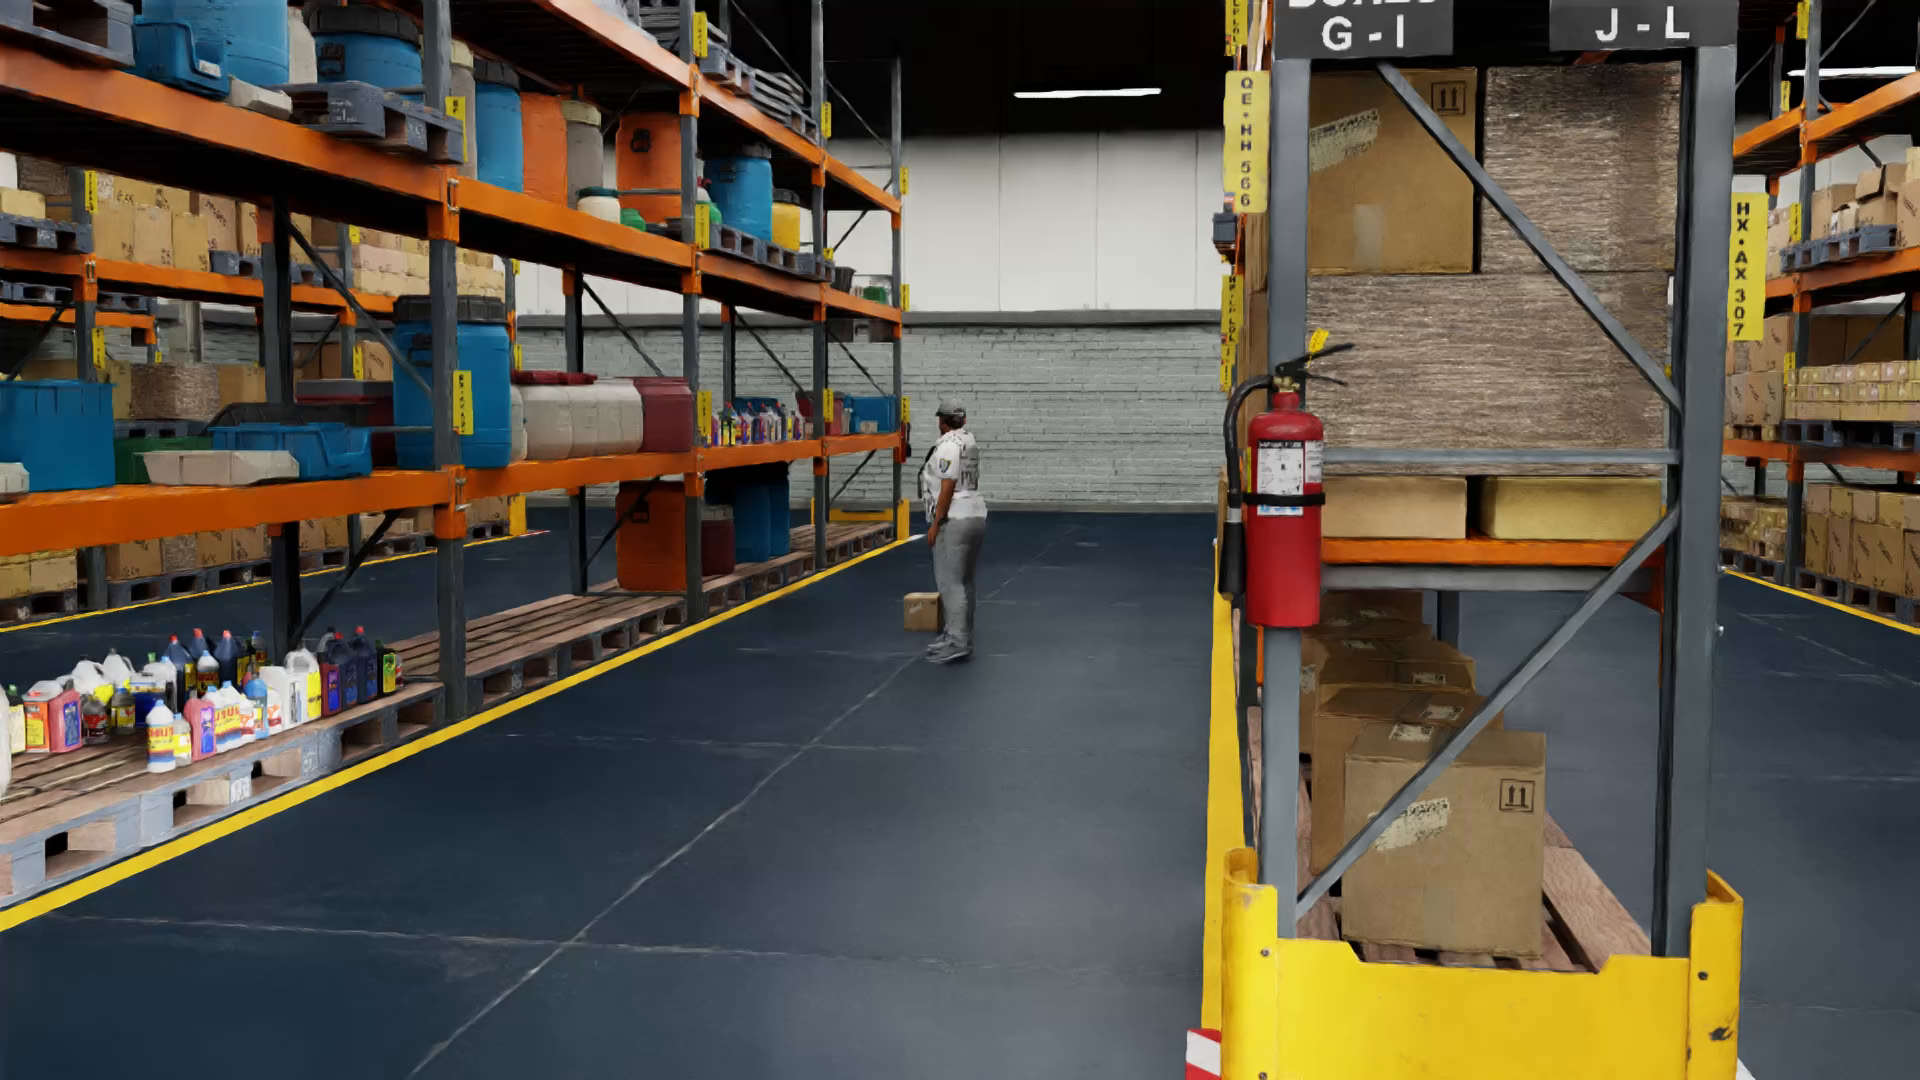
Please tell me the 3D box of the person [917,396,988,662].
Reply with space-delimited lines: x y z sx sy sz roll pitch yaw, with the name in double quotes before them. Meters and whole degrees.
"person" -0.043 -0.068 10.733 0.415 1.711 0.527 2 5 21
